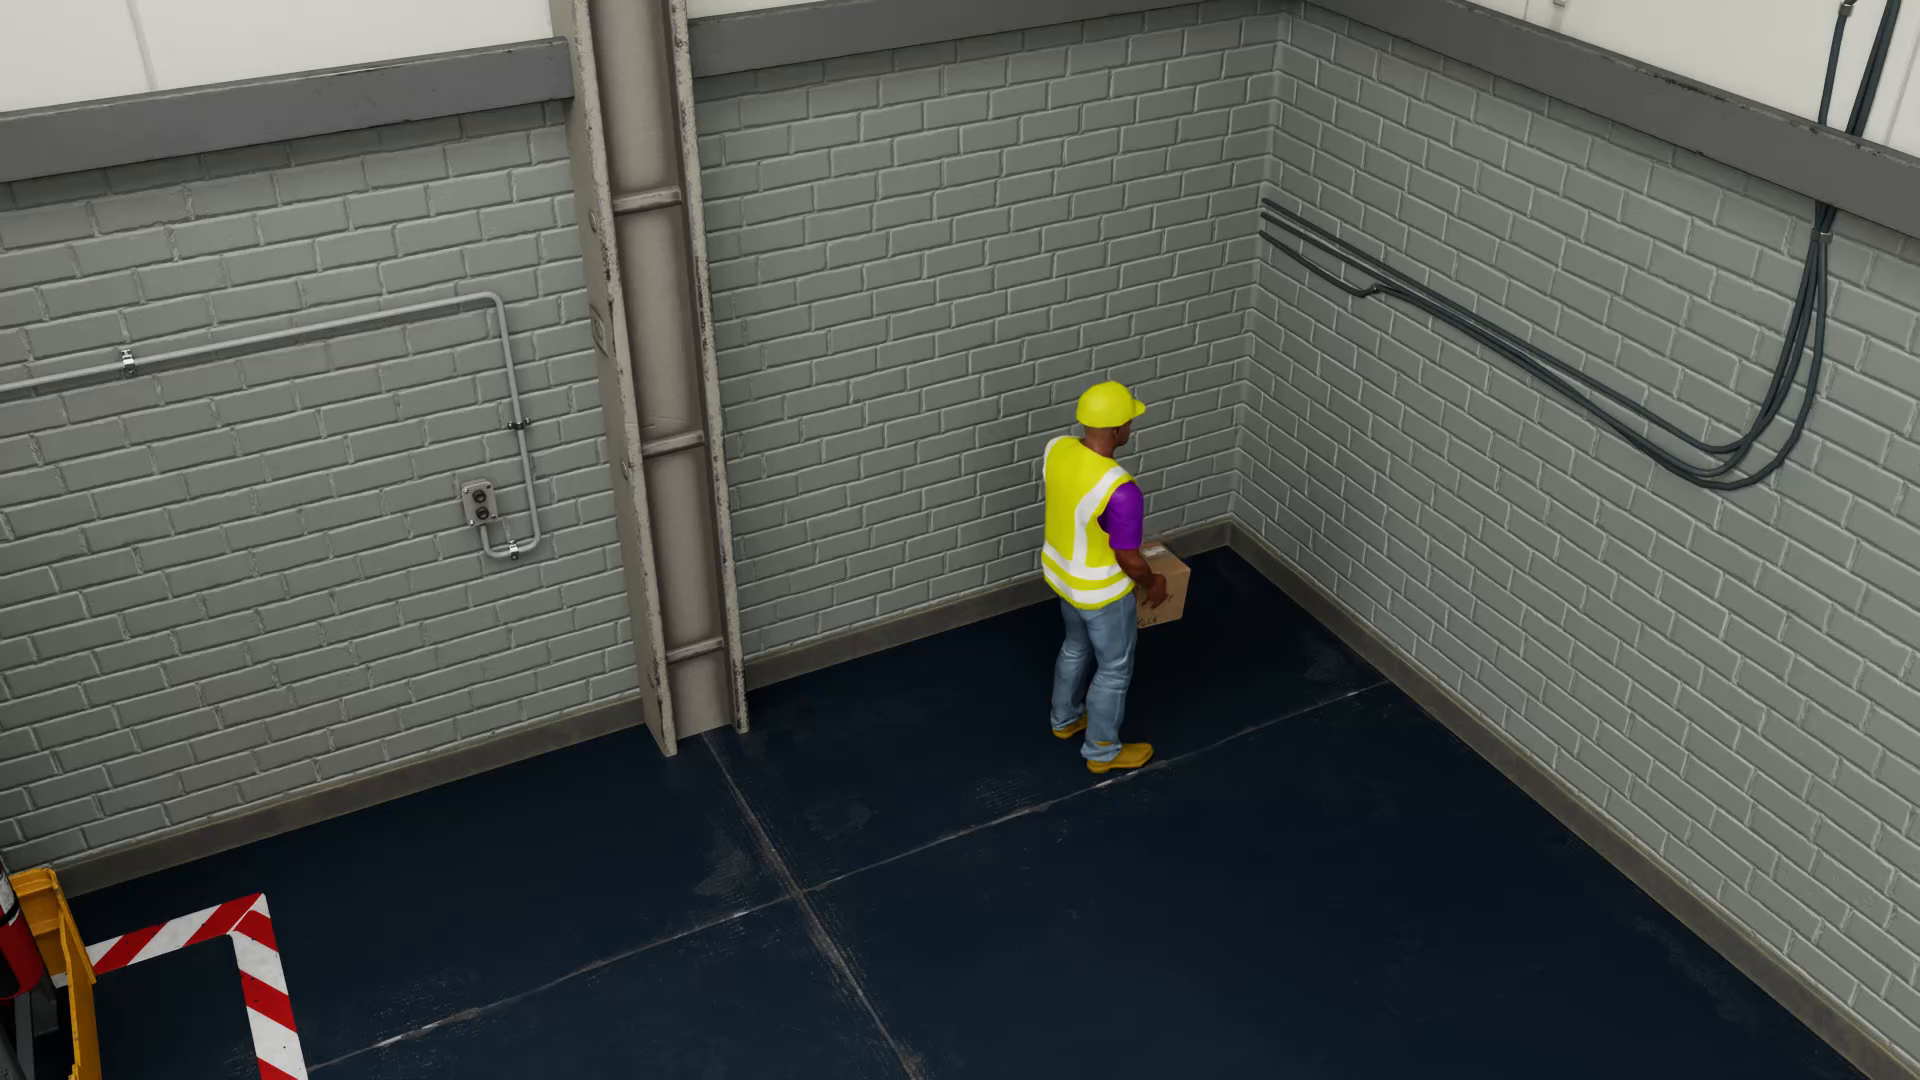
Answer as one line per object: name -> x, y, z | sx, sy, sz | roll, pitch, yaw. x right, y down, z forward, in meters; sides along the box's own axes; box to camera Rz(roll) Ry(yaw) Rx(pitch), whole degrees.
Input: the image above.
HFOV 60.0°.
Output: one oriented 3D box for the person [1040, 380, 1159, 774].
person -> 0.563, 0.152, 6.883 | 0.425, 1.765, 0.589 | -17, 37, -24
